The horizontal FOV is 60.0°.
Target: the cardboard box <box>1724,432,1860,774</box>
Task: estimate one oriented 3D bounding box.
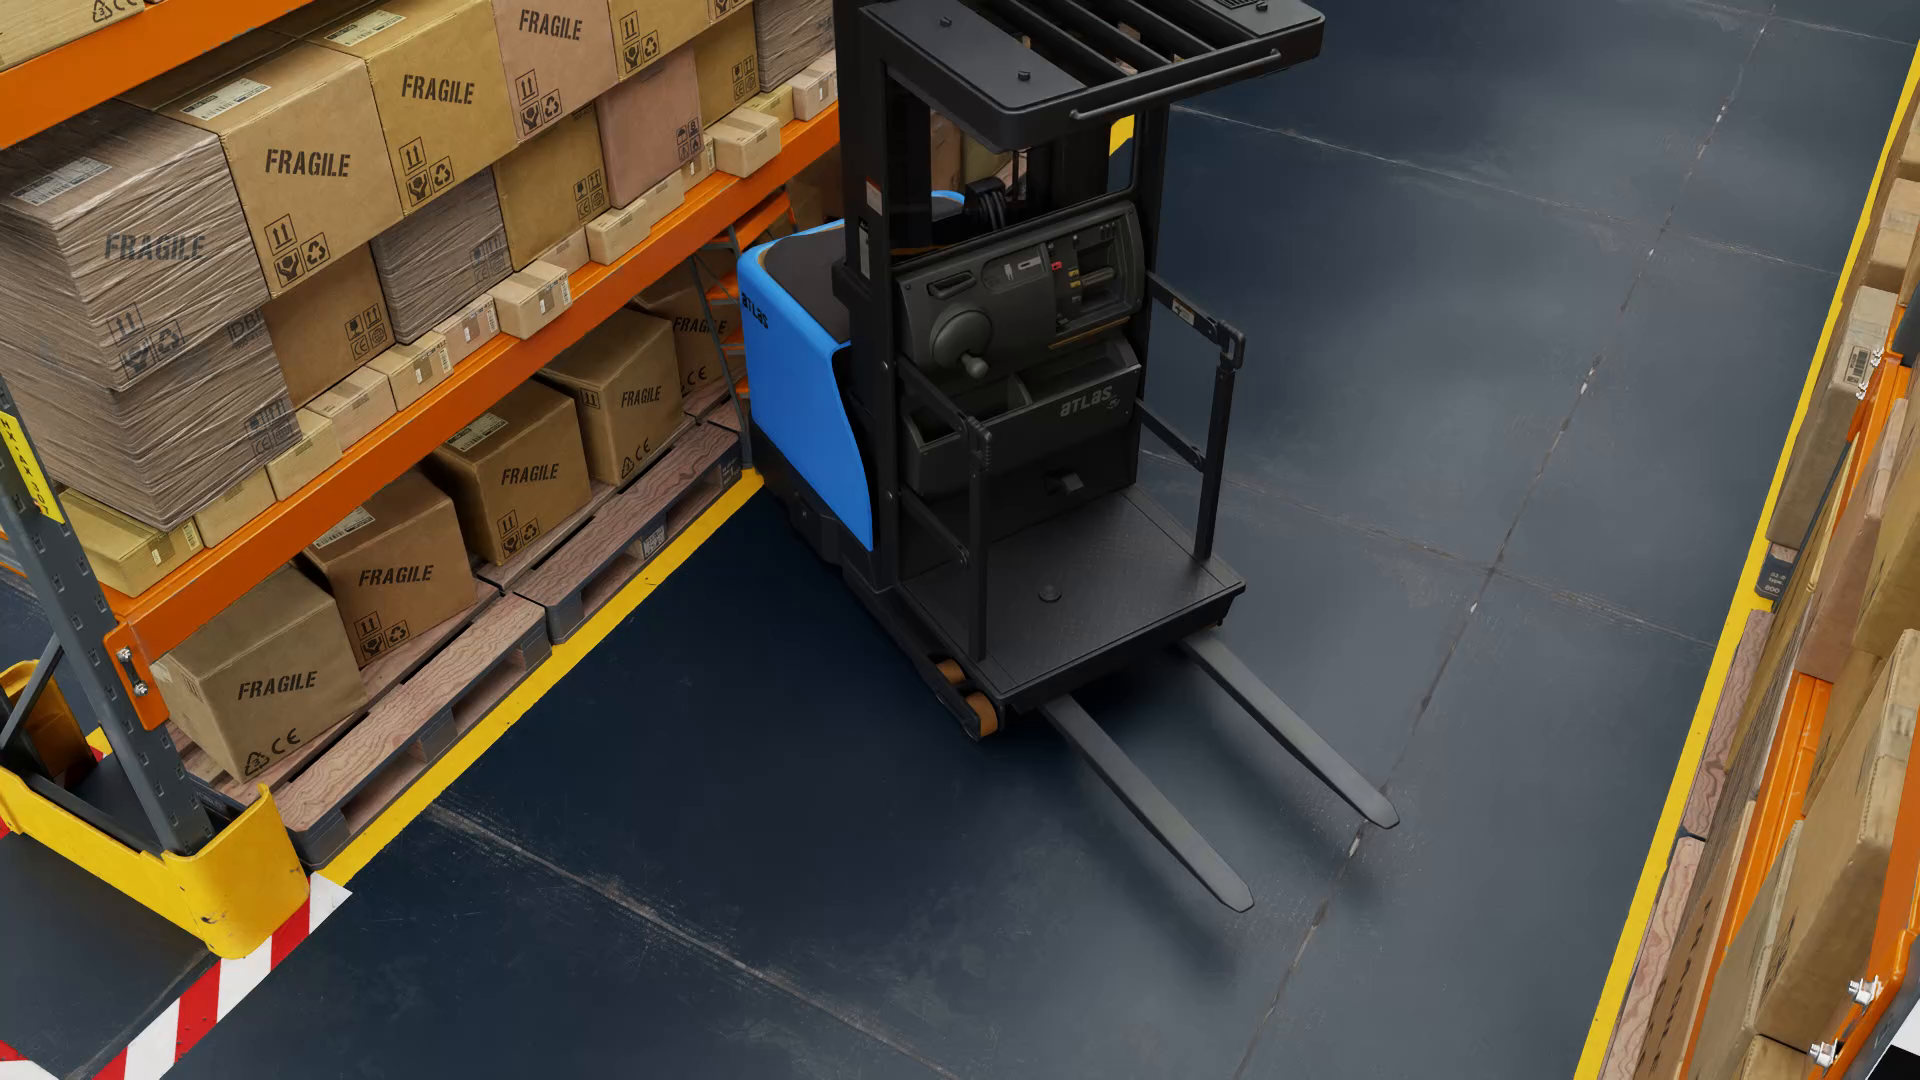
[{"bbox_3d":[3.140,0.352,5.370,0.875,0.875,0.875,22,46,23],"label":"cardboard box"}]

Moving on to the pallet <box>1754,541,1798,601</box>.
[{"bbox_3d":[3.836,-0.044,6.640,1.003,0.211,1.213,21,45,22],"label":"pallet"}]

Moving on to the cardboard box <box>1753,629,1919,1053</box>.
[{"bbox_3d":[1.928,0.658,2.802,0.875,0.550,0.550,21,45,22],"label":"cardboard box"}]

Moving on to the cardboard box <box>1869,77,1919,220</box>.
[{"bbox_3d":[5.134,-1.907,8.031,1.050,0.750,0.750,20,45,22],"label":"cardboard box"}]

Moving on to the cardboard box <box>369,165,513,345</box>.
[{"bbox_3d":[-1.997,-1.086,5.413,0.875,0.500,0.500,21,45,22],"label":"cardboard box"}]

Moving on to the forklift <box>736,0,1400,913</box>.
[{"bbox_3d":[0.335,-0.750,5.383,1.130,2.935,3.031,-23,46,-24],"label":"forklift"}]

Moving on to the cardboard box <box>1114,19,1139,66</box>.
[{"bbox_3d":[0.689,-3.126,9.589,0.700,0.500,0.500,17,44,19],"label":"cardboard box"}]

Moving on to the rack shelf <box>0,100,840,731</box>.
[{"bbox_3d":[-1.729,-0.908,6.056,1.077,0.370,4.000,21,45,22],"label":"rack shelf"}]

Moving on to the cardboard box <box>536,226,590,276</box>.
[{"bbox_3d":[-1.536,-1.037,5.847,0.380,0.149,0.250,21,45,22],"label":"cardboard box"}]

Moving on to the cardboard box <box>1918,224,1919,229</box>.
[{"bbox_3d":[3.798,-1.338,5.924,0.500,0.500,0.500,20,45,22],"label":"cardboard box"}]

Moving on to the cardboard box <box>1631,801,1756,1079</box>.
[{"bbox_3d":[2.234,1.390,4.191,0.875,0.875,0.875,20,45,21],"label":"cardboard box"}]

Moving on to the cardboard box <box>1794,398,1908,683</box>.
[{"bbox_3d":[2.713,0.127,4.223,0.875,0.550,0.550,21,45,22],"label":"cardboard box"}]

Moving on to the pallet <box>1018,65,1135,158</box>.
[{"bbox_3d":[0.269,-2.422,9.341,1.003,0.211,1.213,21,45,22],"label":"pallet"}]

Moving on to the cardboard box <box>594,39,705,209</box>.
[{"bbox_3d":[-1.451,-1.640,6.042,0.875,0.500,0.500,21,45,22],"label":"cardboard box"}]

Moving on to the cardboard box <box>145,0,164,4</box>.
[{"bbox_3d":[-2.013,-1.590,4.130,0.500,0.250,0.500,20,45,21],"label":"cardboard box"}]

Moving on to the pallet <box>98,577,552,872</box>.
[{"bbox_3d":[-2.255,0.516,6.004,1.003,0.211,1.213,21,45,22],"label":"pallet"}]

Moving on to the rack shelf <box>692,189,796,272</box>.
[{"bbox_3d":[-0.888,-1.251,6.725,0.258,0.148,0.480,0,32,23],"label":"rack shelf"}]

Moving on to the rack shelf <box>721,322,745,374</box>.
[{"bbox_3d":[-0.788,-0.862,6.951,0.258,0.148,0.480,0,32,23],"label":"rack shelf"}]

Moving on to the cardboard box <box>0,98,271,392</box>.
[{"bbox_3d":[-2.219,-0.782,4.312,0.500,0.500,0.500,21,45,22],"label":"cardboard box"}]

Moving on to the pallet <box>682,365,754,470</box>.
[{"bbox_3d":[-1.034,-0.880,7.589,1.003,0.211,1.213,21,45,22],"label":"pallet"}]

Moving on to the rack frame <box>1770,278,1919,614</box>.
[{"bbox_3d":[3.515,-0.624,5.189,1.000,3.000,0.127,21,45,22],"label":"rack frame"}]

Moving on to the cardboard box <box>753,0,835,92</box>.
[{"bbox_3d":[-1.007,-2.234,6.717,0.875,0.500,0.500,21,45,22],"label":"cardboard box"}]

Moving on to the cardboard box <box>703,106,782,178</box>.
[{"bbox_3d":[-0.921,-1.565,6.447,0.380,0.149,0.250,21,45,22],"label":"cardboard box"}]

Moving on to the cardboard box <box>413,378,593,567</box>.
[{"bbox_3d":[-1.804,-0.310,6.406,0.500,0.500,0.500,25,47,26],"label":"cardboard box"}]

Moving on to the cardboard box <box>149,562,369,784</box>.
[{"bbox_3d":[-2.403,0.395,5.605,0.500,0.500,0.500,30,49,29],"label":"cardboard box"}]

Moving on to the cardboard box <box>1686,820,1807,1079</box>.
[{"bbox_3d":[1.916,1.059,3.164,0.875,0.550,0.550,21,45,22],"label":"cardboard box"}]

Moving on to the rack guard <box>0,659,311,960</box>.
[{"bbox_3d":[-2.692,0.861,5.394,1.175,0.500,0.348,21,45,22],"label":"rack guard"}]

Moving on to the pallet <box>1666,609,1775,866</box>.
[{"bbox_3d":[3.067,0.832,5.646,1.003,0.211,1.213,21,45,22],"label":"pallet"}]

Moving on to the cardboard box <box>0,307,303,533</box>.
[{"bbox_3d":[-2.431,-0.488,4.734,0.875,0.500,0.500,21,45,22],"label":"cardboard box"}]

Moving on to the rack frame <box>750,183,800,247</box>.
[{"bbox_3d":[-0.722,-1.050,7.107,0.240,1.200,0.015,0,32,23],"label":"rack frame"}]

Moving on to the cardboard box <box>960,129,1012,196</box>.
[{"bbox_3d":[-0.148,-2.160,8.492,0.700,0.500,0.500,21,45,22],"label":"cardboard box"}]

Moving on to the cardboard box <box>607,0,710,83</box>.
[{"bbox_3d":[-1.216,-1.926,5.610,0.500,0.500,0.500,21,45,22],"label":"cardboard box"}]

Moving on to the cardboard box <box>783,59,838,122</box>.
[{"bbox_3d":[-0.715,-1.868,6.791,0.380,0.149,0.250,21,45,22],"label":"cardboard box"}]

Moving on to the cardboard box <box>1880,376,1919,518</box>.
[{"bbox_3d":[2.737,-0.269,3.855,0.875,0.550,0.550,21,45,22],"label":"cardboard box"}]

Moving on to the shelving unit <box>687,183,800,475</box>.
[{"bbox_3d":[-0.802,-0.919,6.918,0.258,1.200,0.503,0,32,23],"label":"shelving unit"}]

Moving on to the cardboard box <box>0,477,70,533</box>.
[{"bbox_3d":[-2.766,-0.170,4.864,0.380,0.149,0.250,21,45,22],"label":"cardboard box"}]

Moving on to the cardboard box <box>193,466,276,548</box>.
[{"bbox_3d":[-2.240,-0.160,4.852,0.380,0.149,0.250,21,45,22],"label":"cardboard box"}]

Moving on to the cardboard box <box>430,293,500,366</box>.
[{"bbox_3d":[-1.761,-0.741,5.512,0.380,0.149,0.250,21,45,22],"label":"cardboard box"}]

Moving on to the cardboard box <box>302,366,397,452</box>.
[{"bbox_3d":[-1.994,-0.448,5.179,0.380,0.149,0.250,21,45,22],"label":"cardboard box"}]

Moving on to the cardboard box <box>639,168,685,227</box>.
[{"bbox_3d":[-1.250,-1.309,6.157,0.380,0.149,0.250,21,45,22],"label":"cardboard box"}]

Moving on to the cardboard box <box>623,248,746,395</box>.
[{"bbox_3d":[-1.243,-0.996,7.185,0.500,0.500,0.500,-30,50,-30],"label":"cardboard box"}]

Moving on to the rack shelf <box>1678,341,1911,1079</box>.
[{"bbox_3d":[2.514,0.790,4.127,1.077,0.370,4.000,21,45,22],"label":"rack shelf"}]

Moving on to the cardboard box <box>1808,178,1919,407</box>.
[{"bbox_3d":[4.234,-0.873,6.856,1.050,0.750,0.750,21,45,22],"label":"cardboard box"}]

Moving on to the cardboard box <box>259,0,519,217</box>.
[{"bbox_3d":[-1.714,-1.353,4.959,0.500,0.500,0.500,21,45,22],"label":"cardboard box"}]
